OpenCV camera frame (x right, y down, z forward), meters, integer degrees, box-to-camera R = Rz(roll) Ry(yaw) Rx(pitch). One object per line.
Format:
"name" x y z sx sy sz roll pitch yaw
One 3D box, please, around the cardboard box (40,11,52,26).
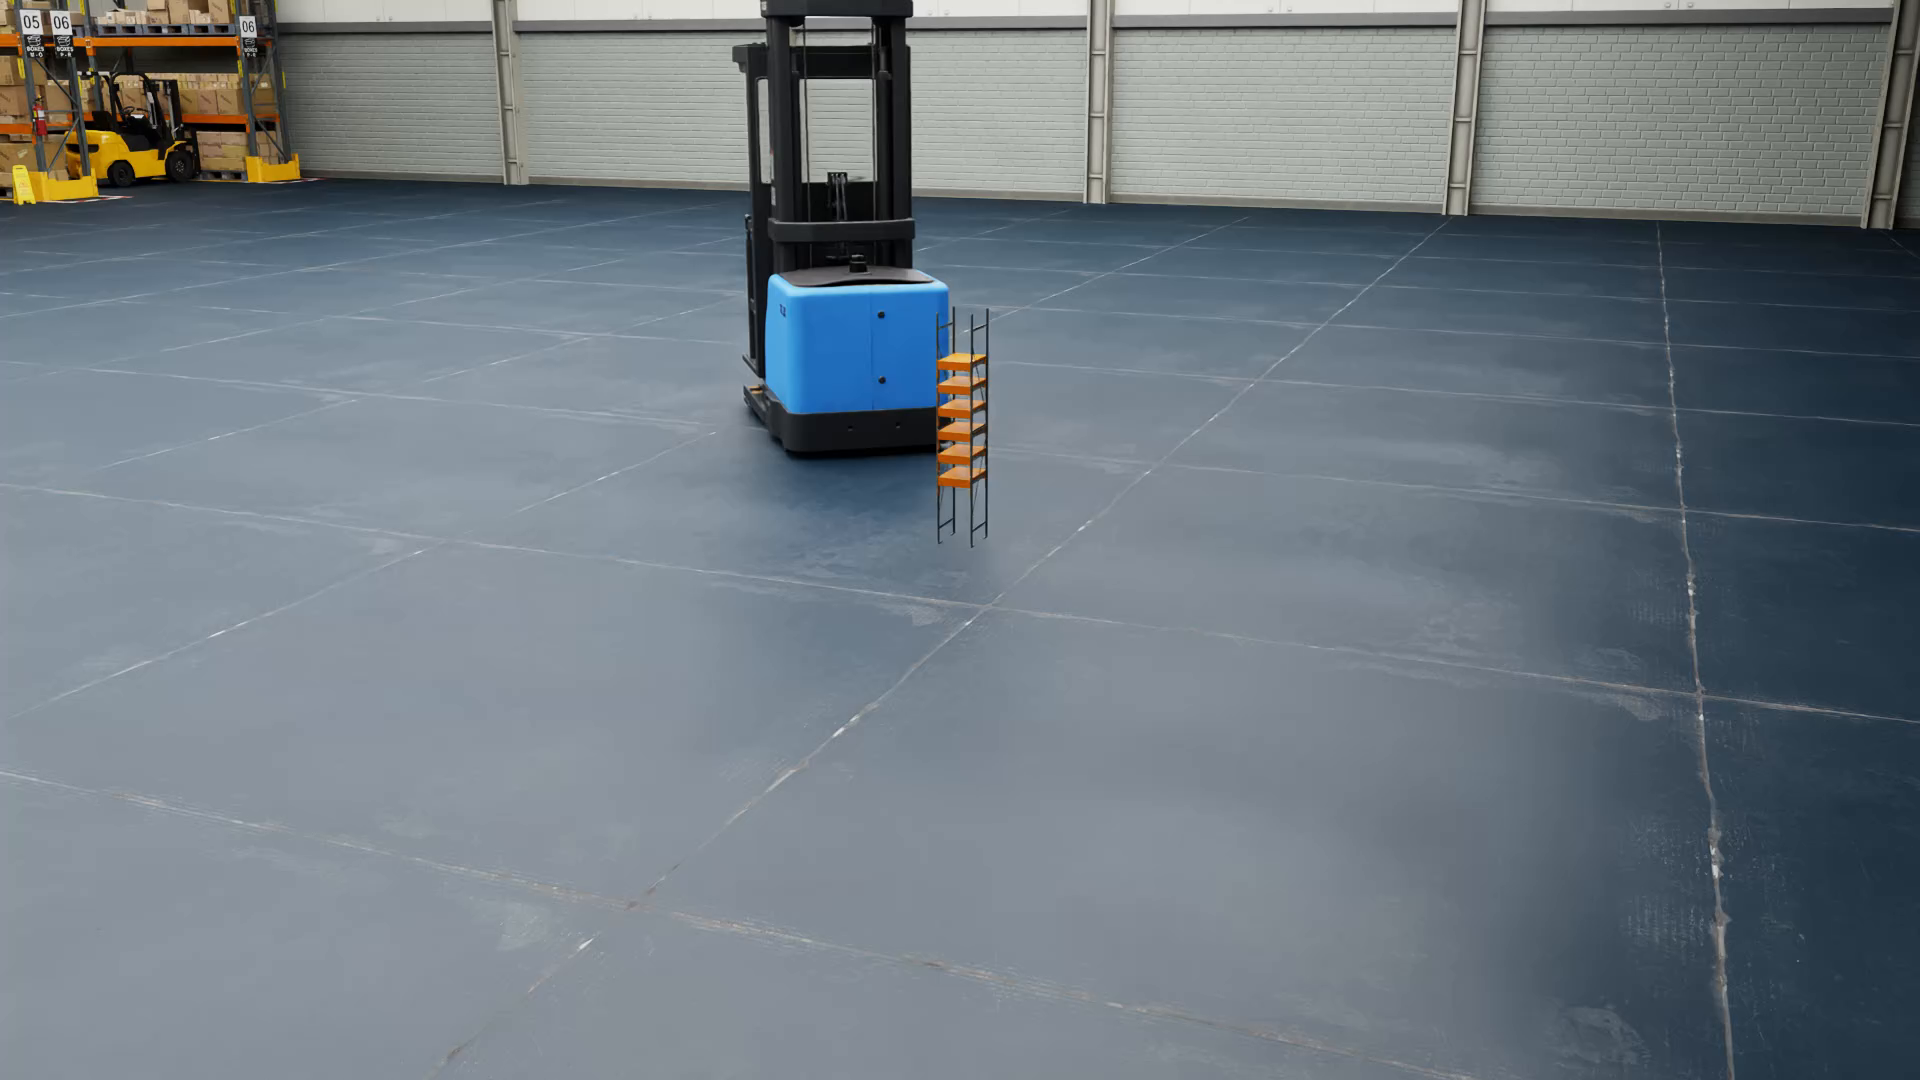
"cardboard box" -16.248 -9.158 29.195 0.500 0.250 0.500 6 17 20

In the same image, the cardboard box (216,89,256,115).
"cardboard box" -14.614 -8.844 33.580 0.500 0.500 0.500 6 17 19

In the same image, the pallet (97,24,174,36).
"pallet" -16.978 -10.541 34.381 1.213 0.211 1.003 6 17 21

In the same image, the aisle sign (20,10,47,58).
"aisle sign" -15.927 -8.693 28.576 0.004 0.787 0.394 6 17 21

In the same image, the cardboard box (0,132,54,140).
"cardboard box" -20.316 -8.562 36.291 0.625 0.625 0.875 7 18 22

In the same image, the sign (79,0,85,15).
"sign" -17.971 -10.922 34.042 0.005 0.325 0.100 6 17 21

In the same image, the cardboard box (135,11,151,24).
"cardboard box" -16.512 -10.618 33.798 0.258 0.266 0.396 6 17 19

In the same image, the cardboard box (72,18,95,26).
"cardboard box" -18.499 -10.931 35.083 0.250 0.149 0.380 6 17 21

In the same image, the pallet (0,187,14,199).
"pallet" -16.691 -6.287 29.952 1.213 0.211 1.003 6 17 21

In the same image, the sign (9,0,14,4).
"sign" -16.100 -9.250 28.189 0.005 0.325 0.100 6 17 21

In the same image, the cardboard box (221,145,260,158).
"cardboard box" -14.628 -7.904 33.802 0.500 0.250 0.500 6 17 20

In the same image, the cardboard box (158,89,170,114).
"cardboard box" -16.042 -9.001 34.118 0.500 0.500 0.500 6 17 21

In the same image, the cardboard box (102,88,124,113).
"cardboard box" -17.464 -9.158 34.661 0.500 0.500 0.500 6 17 19

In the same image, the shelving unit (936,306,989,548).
"shelving unit" 0.013 -0.575 8.501 0.189 1.200 0.258 6 17 21

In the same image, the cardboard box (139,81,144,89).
"cardboard box" -16.641 -9.365 34.209 0.250 0.149 0.380 6 17 20

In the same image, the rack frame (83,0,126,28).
"rack frame" -17.781 -12.104 34.228 0.127 3.000 1.000 6 17 21

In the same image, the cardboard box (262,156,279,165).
"cardboard box" -14.445 -7.796 34.327 0.500 0.250 0.500 6 17 21

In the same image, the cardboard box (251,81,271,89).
"cardboard box" -14.280 -9.276 33.902 0.250 0.149 0.380 6 17 19

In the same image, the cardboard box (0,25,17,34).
"cardboard box" -16.312 -8.810 28.712 0.250 0.149 0.380 6 17 21

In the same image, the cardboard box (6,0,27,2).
"cardboard box" -19.971 -11.129 35.137 0.500 0.500 0.500 7 17 22

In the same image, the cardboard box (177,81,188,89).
"cardboard box" -15.688 -9.261 33.852 0.250 0.149 0.380 6 17 21

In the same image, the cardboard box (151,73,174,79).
"cardboard box" -16.366 -9.505 34.158 0.250 0.149 0.380 6 17 20

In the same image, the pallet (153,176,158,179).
"pallet" -17.057 -7.792 35.135 1.213 0.211 1.003 6 17 21

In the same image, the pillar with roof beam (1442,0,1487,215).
"pillar with roof beam" 6.369 -8.429 21.566 0.400 9.000 9.100 6 17 21

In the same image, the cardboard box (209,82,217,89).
"cardboard box" -14.953 -9.197 33.632 0.250 0.149 0.380 7 17 22

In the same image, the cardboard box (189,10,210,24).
"cardboard box" -15.178 -10.472 33.293 0.258 0.266 0.396 6 17 21

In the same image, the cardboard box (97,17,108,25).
"cardboard box" -17.475 -10.668 34.179 0.250 0.149 0.380 7 17 22

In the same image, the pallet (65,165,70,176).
"pallet" -18.481 -7.950 35.678 1.213 0.211 1.003 6 17 21

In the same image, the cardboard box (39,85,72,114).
"cardboard box" -16.217 -7.838 29.578 0.500 0.500 0.500 6 17 20

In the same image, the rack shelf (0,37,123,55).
"rack shelf" -19.642 -10.523 35.451 4.000 0.370 1.077 6 17 21

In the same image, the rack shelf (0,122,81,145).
"rack shelf" -17.738 -7.386 30.024 4.000 0.370 1.077 6 17 21

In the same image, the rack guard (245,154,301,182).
"rack guard" -14.038 -7.611 33.995 0.348 0.500 1.175 6 17 21

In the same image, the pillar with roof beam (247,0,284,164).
"pillar with roof beam" -15.957 -10.884 30.023 0.400 9.000 9.100 6 17 21

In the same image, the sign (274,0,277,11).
"sign" -13.851 -10.856 33.597 0.005 0.325 0.100 6 17 21

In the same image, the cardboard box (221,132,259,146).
"cardboard box" -14.603 -8.142 33.724 0.500 0.250 0.500 7 18 22

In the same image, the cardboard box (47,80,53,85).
"cardboard box" -19.149 -9.656 35.212 0.250 0.149 0.380 6 17 19

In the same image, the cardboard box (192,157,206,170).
"cardboard box" -15.534 -7.768 34.231 0.500 0.250 0.500 6 17 21

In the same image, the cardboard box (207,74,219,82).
"cardboard box" -14.965 -9.335 33.574 0.250 0.149 0.380 7 17 22

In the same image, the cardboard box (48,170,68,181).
"cardboard box" -16.527 -6.562 30.075 0.500 0.250 0.500 6 17 20

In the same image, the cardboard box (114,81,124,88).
"cardboard box" -17.340 -9.456 34.523 0.250 0.149 0.380 7 17 22

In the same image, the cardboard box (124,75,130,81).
"cardboard box" -17.077 -9.589 34.448 0.250 0.149 0.380 6 17 20

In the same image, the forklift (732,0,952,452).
"forklift" -0.927 -2.321 11.412 1.130 2.935 3.031 -4 17 -14

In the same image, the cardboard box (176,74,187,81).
"cardboard box" -15.695 -9.403 33.807 0.250 0.149 0.380 7 17 22

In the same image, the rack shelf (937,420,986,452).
"rack shelf" 0.013 -0.532 8.514 0.180 0.103 0.258 6 17 21

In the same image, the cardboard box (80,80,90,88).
"cardboard box" -18.427 -9.582 34.957 0.250 0.149 0.380 6 17 20

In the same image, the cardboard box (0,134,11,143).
"cardboard box" -17.085 -7.114 29.468 0.250 0.149 0.380 7 18 22

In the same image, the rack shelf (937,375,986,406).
"rack shelf" 0.013 -0.763 8.447 0.180 0.103 0.258 6 17 21

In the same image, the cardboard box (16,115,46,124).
"cardboard box" -16.304 -7.389 29.195 0.250 0.149 0.380 7 18 22

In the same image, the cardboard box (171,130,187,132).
"cardboard box" -16.022 -8.295 34.253 0.500 0.250 0.500 6 17 20

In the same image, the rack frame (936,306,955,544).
"rack frame" -0.072 -0.584 8.534 0.006 1.200 0.240 6 17 21

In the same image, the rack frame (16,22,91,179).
"rack frame" -15.878 -7.526 29.219 0.127 3.000 1.000 6 17 21
